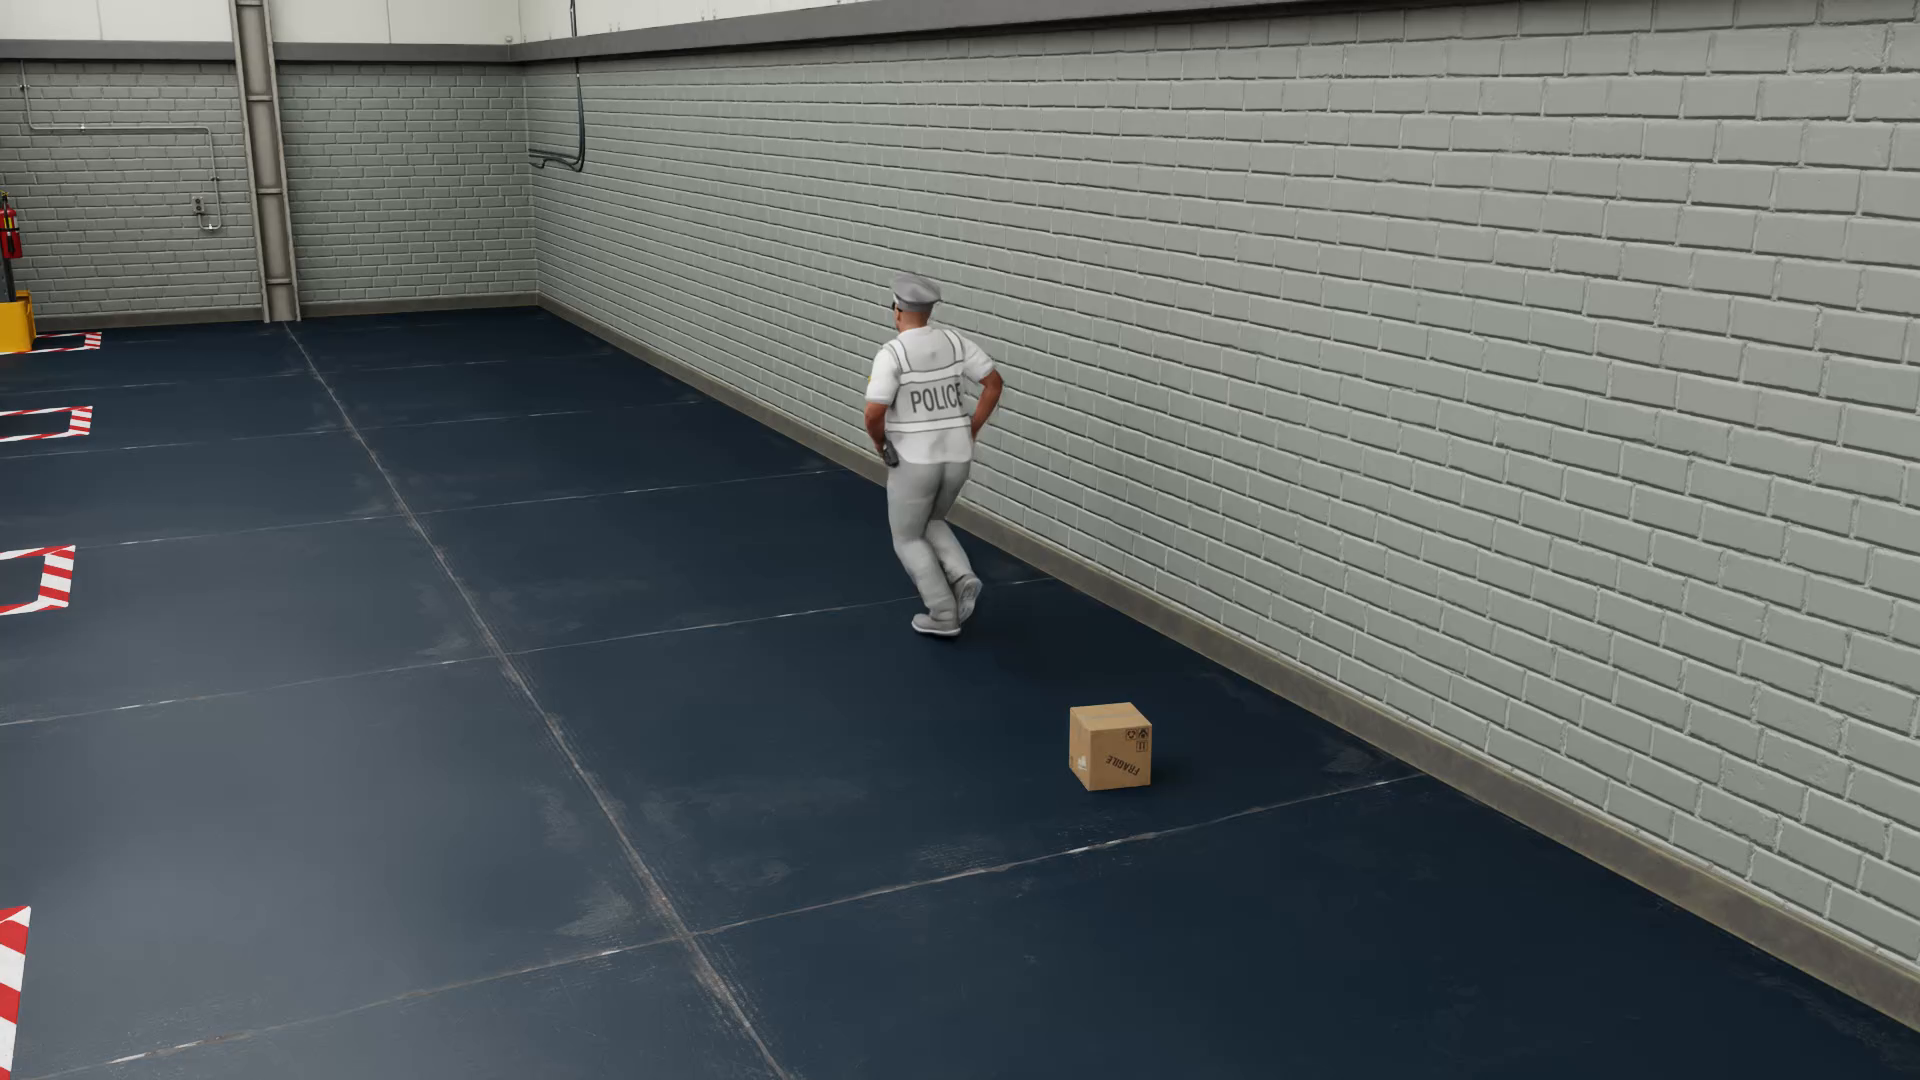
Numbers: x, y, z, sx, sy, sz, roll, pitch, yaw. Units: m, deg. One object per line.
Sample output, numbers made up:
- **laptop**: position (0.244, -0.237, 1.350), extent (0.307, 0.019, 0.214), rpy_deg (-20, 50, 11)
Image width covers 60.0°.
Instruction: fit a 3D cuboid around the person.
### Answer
- **person**: position (-0.159, -0.400, 7.993), extent (0.701, 1.731, 0.529), rpy_deg (-11, 18, -35)
